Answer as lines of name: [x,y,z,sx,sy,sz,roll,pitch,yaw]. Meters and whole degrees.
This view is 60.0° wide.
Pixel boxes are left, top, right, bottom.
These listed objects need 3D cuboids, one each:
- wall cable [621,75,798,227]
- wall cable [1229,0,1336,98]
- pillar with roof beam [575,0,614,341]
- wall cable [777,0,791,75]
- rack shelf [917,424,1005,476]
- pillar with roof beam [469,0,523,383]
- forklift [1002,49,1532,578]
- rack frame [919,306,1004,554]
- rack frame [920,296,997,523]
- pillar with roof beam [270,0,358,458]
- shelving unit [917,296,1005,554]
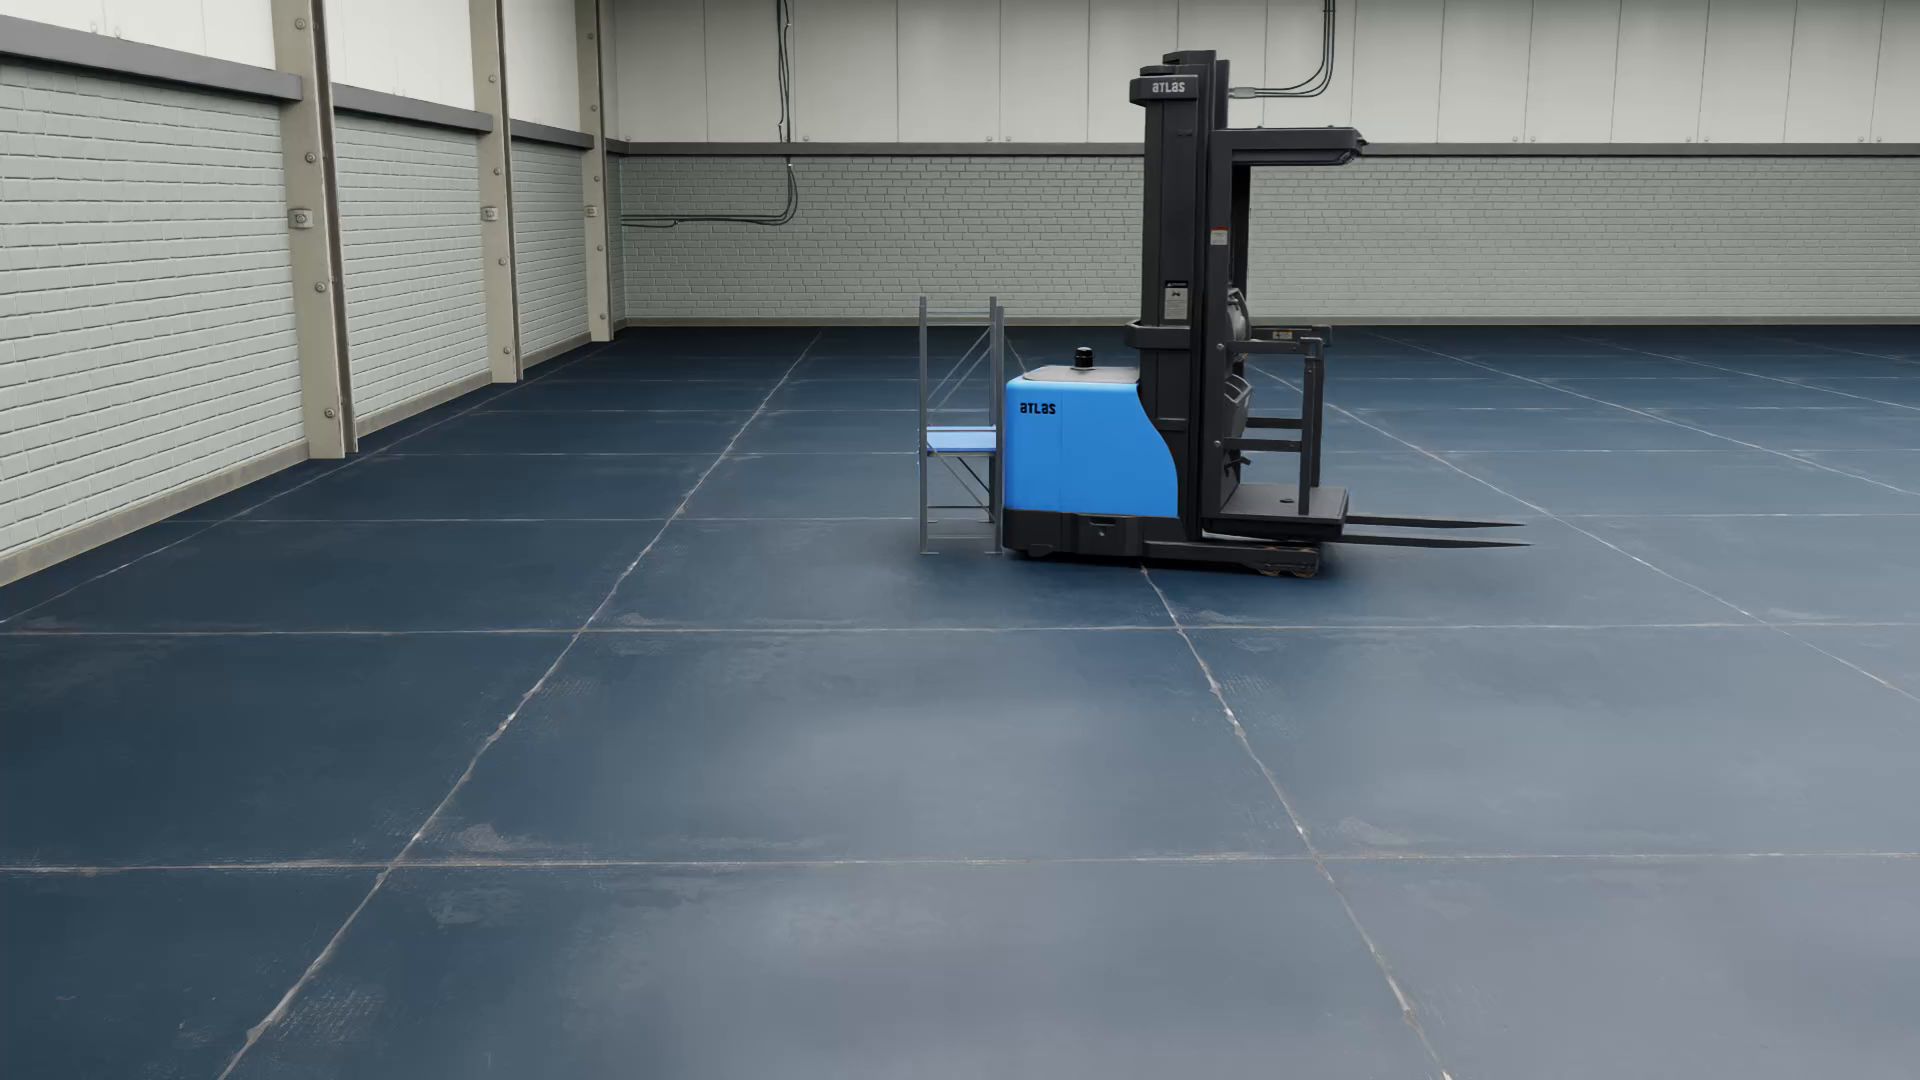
wall cable: [-4.319,-6.588,28.210,3.097,2.526,0.112,0,11,-1]
wall cable: [5.173,-9.813,27.740,2.305,6.003,0.169,0,11,-1]
pillar with roof beam: [-1.276,-7.537,25.075,9.100,9.000,0.400,0,11,-1]
wall cable: [-1.614,-9.074,27.763,3.097,2.526,0.112,0,11,-1]
rack shelf: [-0.002,-0.576,10.529,0.538,0.185,1.000,0,11,-1]
pillar with roof beam: [-1.152,-6.344,19.196,9.100,9.000,0.400,0,11,-1]
forklift: [1.830,-1.337,9.777,3.031,2.935,1.130,3,12,15]
rack frame: [0.009,-0.651,9.995,0.500,1.500,0.032,0,11,-1]
rack frame: [-0.012,-0.853,10.992,0.500,1.500,0.032,0,11,-1]
pillar with roof beam: [-1.028,-5.151,13.317,9.100,9.000,0.400,0,11,-1]
shelving unit: [-0.002,-0.752,10.494,0.538,1.500,1.048,0,11,-1]
